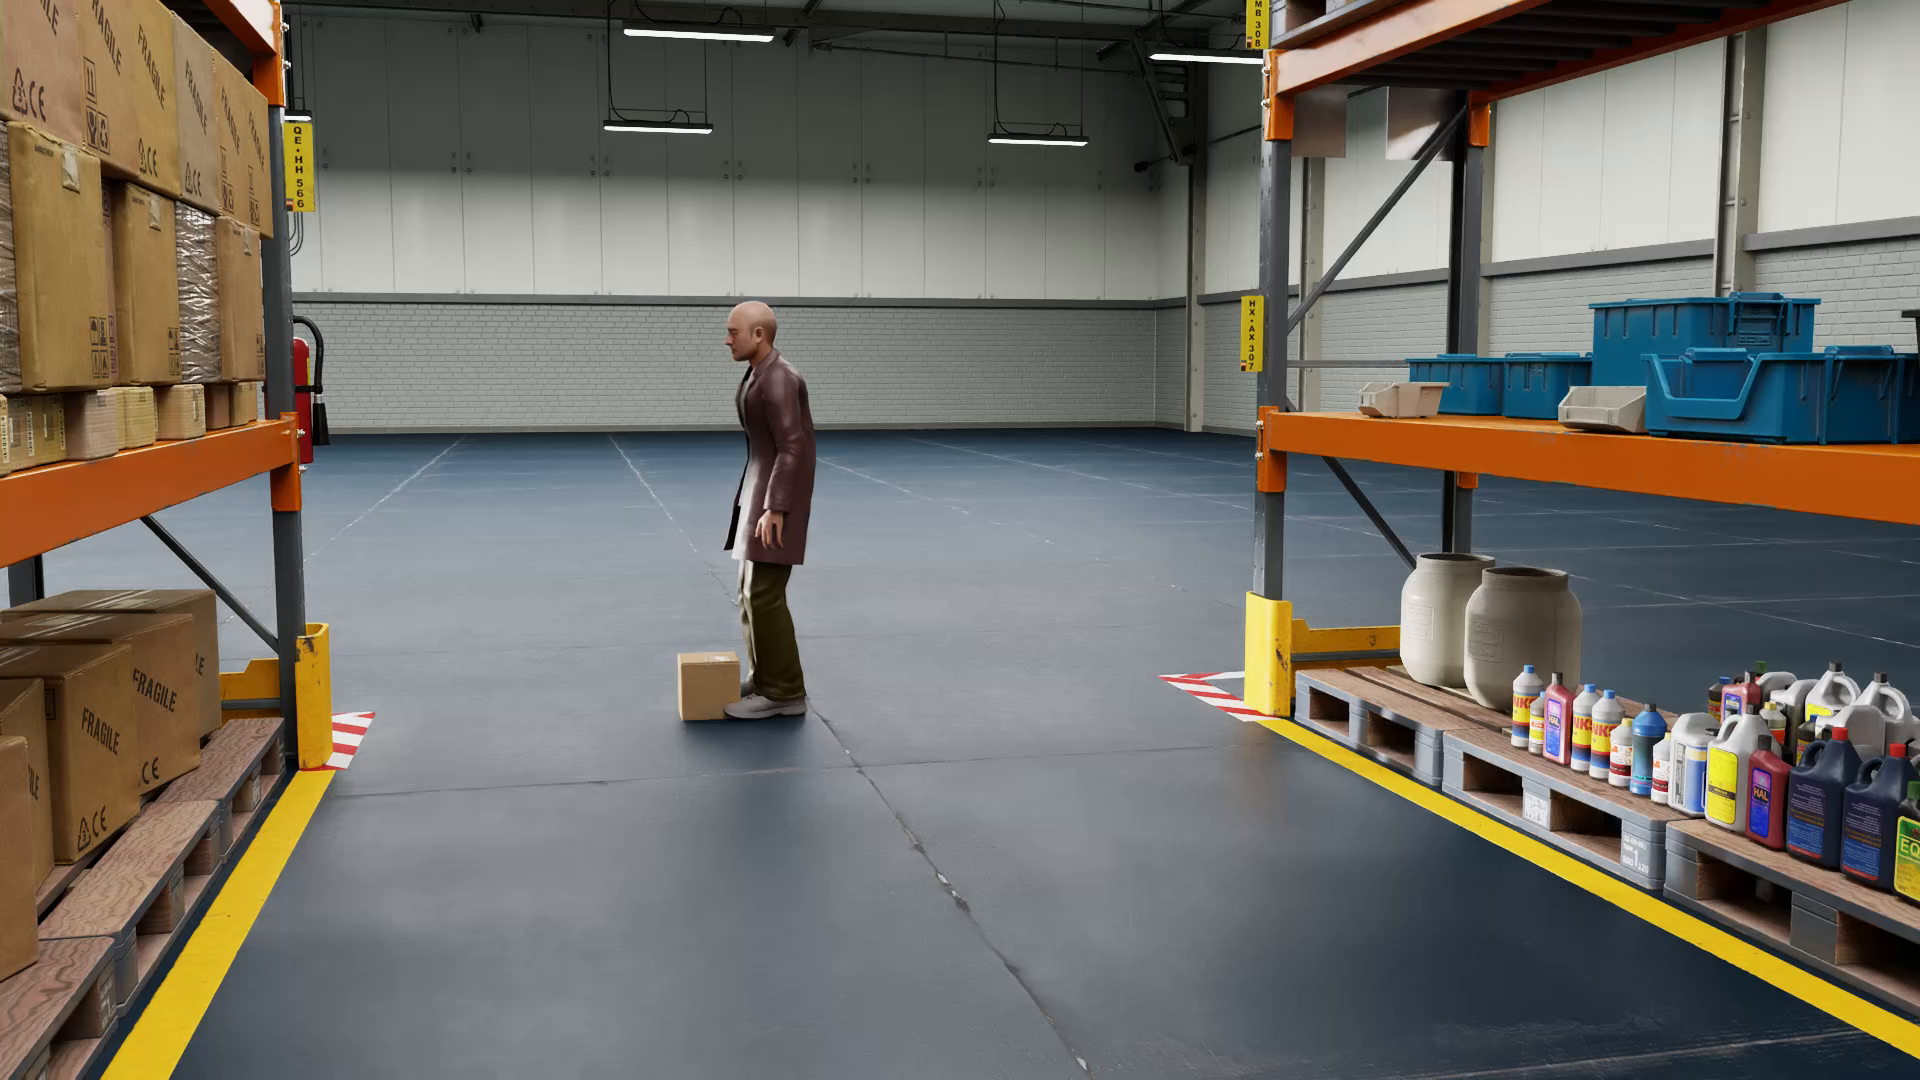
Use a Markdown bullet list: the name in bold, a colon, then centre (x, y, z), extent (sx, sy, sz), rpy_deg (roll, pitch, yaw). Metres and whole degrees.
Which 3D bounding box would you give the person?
- **person**: centre (-0.840, -0.134, 7.163), extent (0.429, 1.772, 0.650), rpy_deg (-2, 6, -17)
